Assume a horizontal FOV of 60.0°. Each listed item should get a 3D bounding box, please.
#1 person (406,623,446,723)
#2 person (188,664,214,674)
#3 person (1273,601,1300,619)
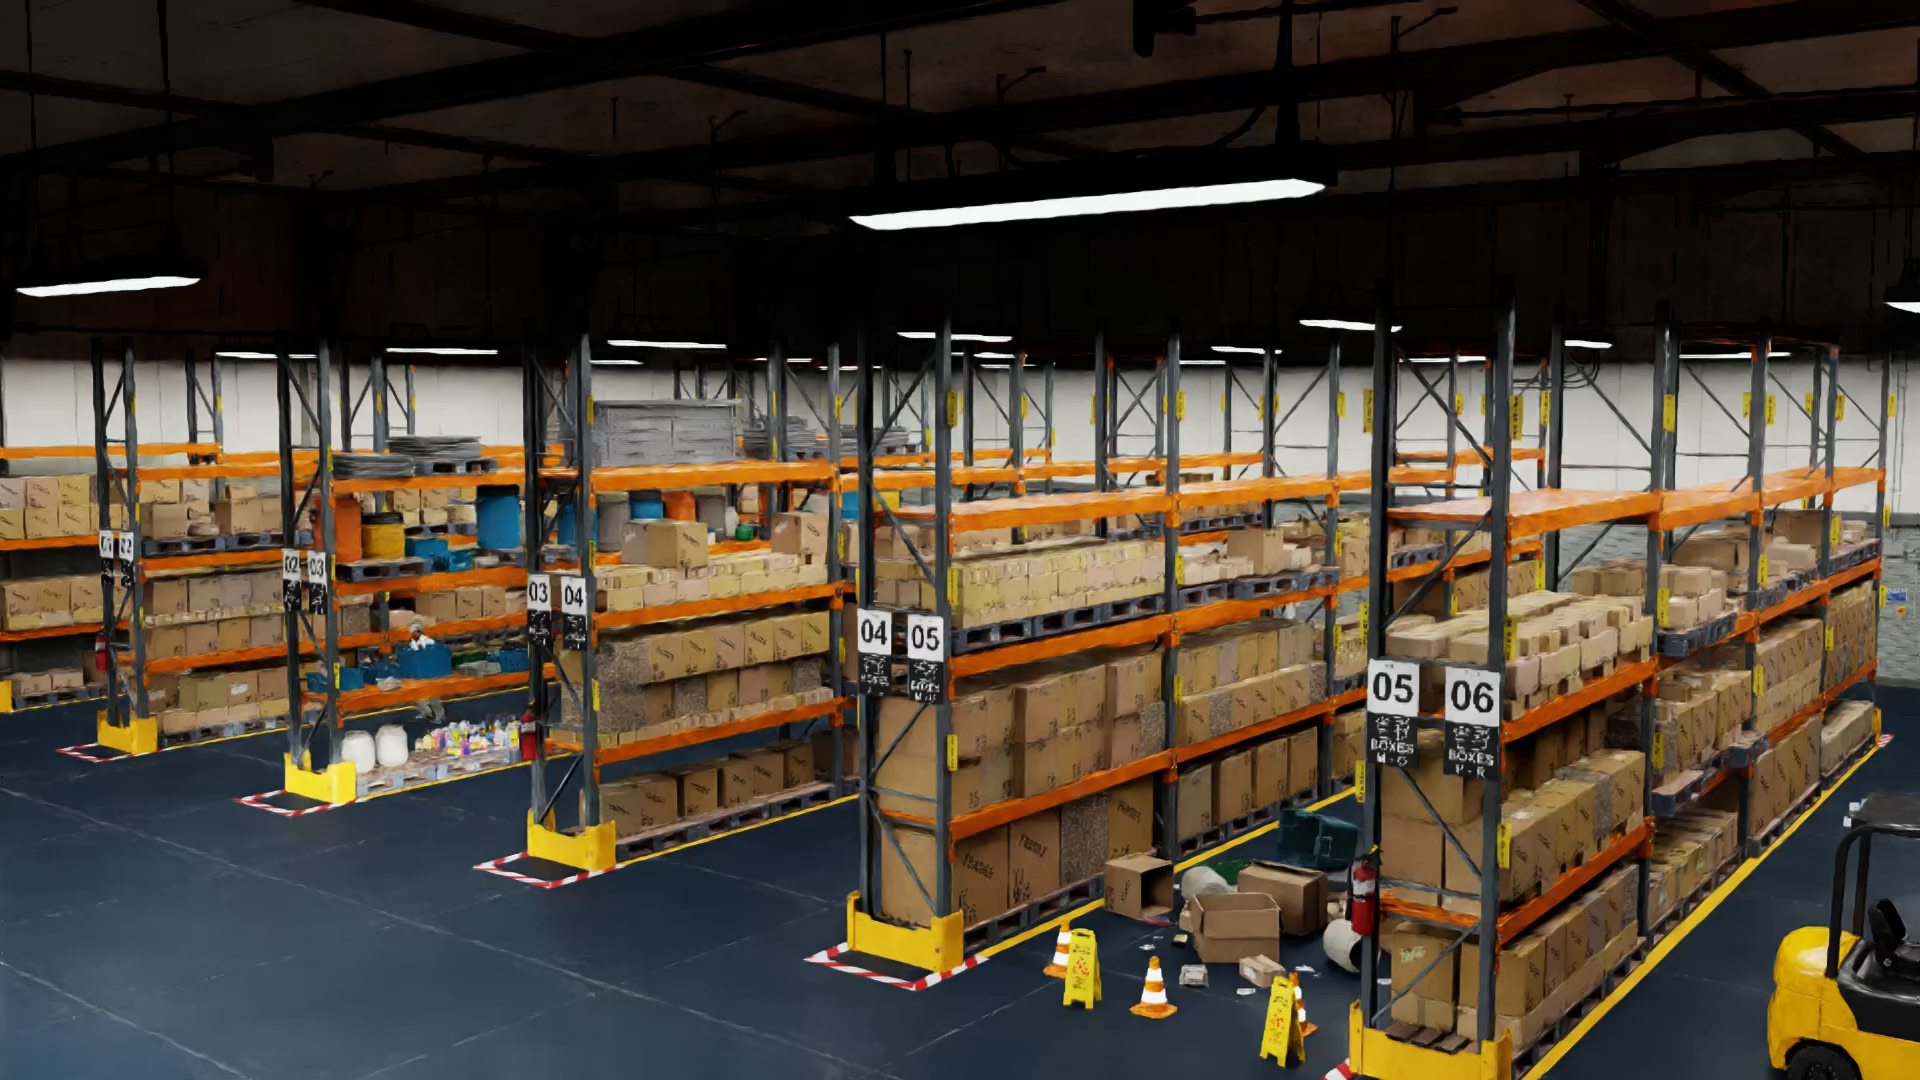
[{"bbox_3d":[-8.460,2.090,26.241,0.625,1.607,0.582,4,6,36],"label":"person"},{"bbox_3d":[-12.423,1.938,27.278,0.589,1.716,1.043,4,6,36],"label":"person"},{"bbox_3d":[6.797,1.275,34.808,0.596,1.746,0.970,1,5,15],"label":"person"}]
